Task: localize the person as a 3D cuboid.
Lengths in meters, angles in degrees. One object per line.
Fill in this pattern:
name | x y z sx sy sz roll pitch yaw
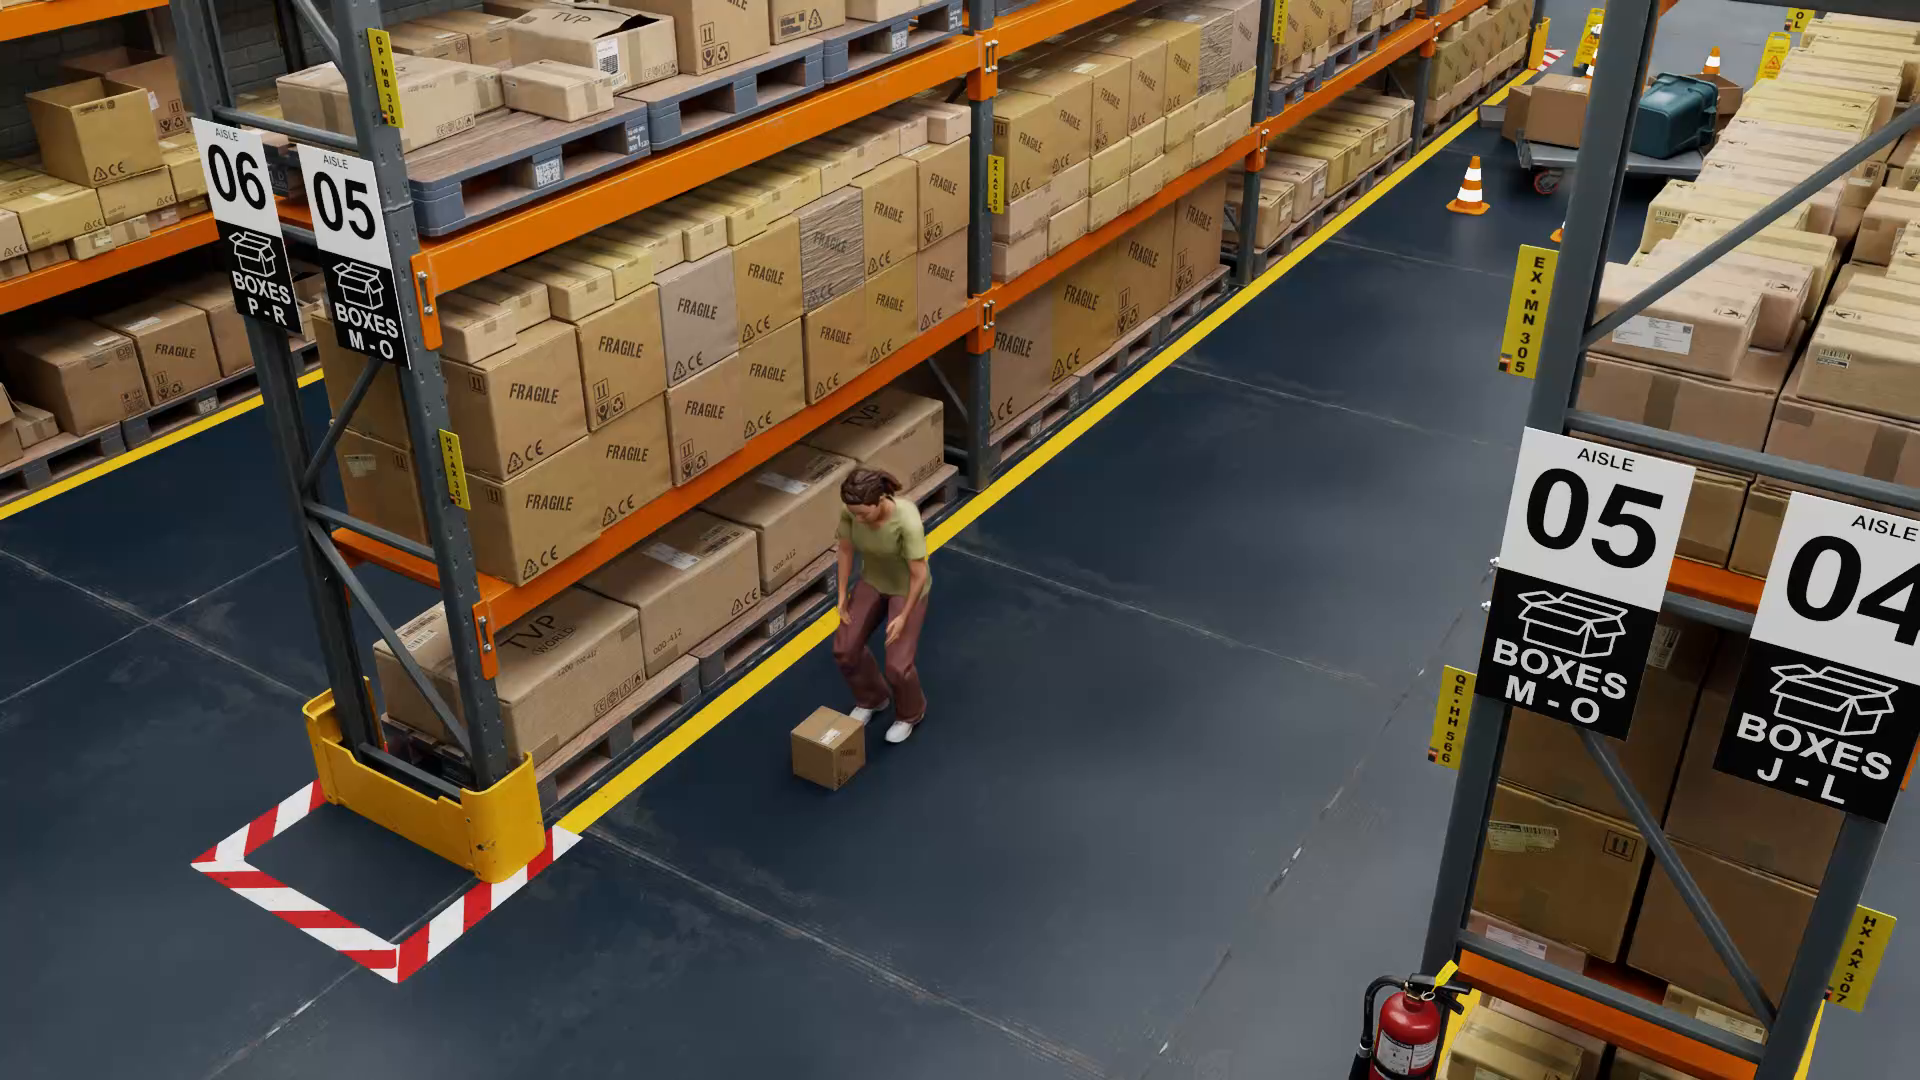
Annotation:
person | -0.352 0.276 7.883 0.498 1.515 0.532 19 36 29
